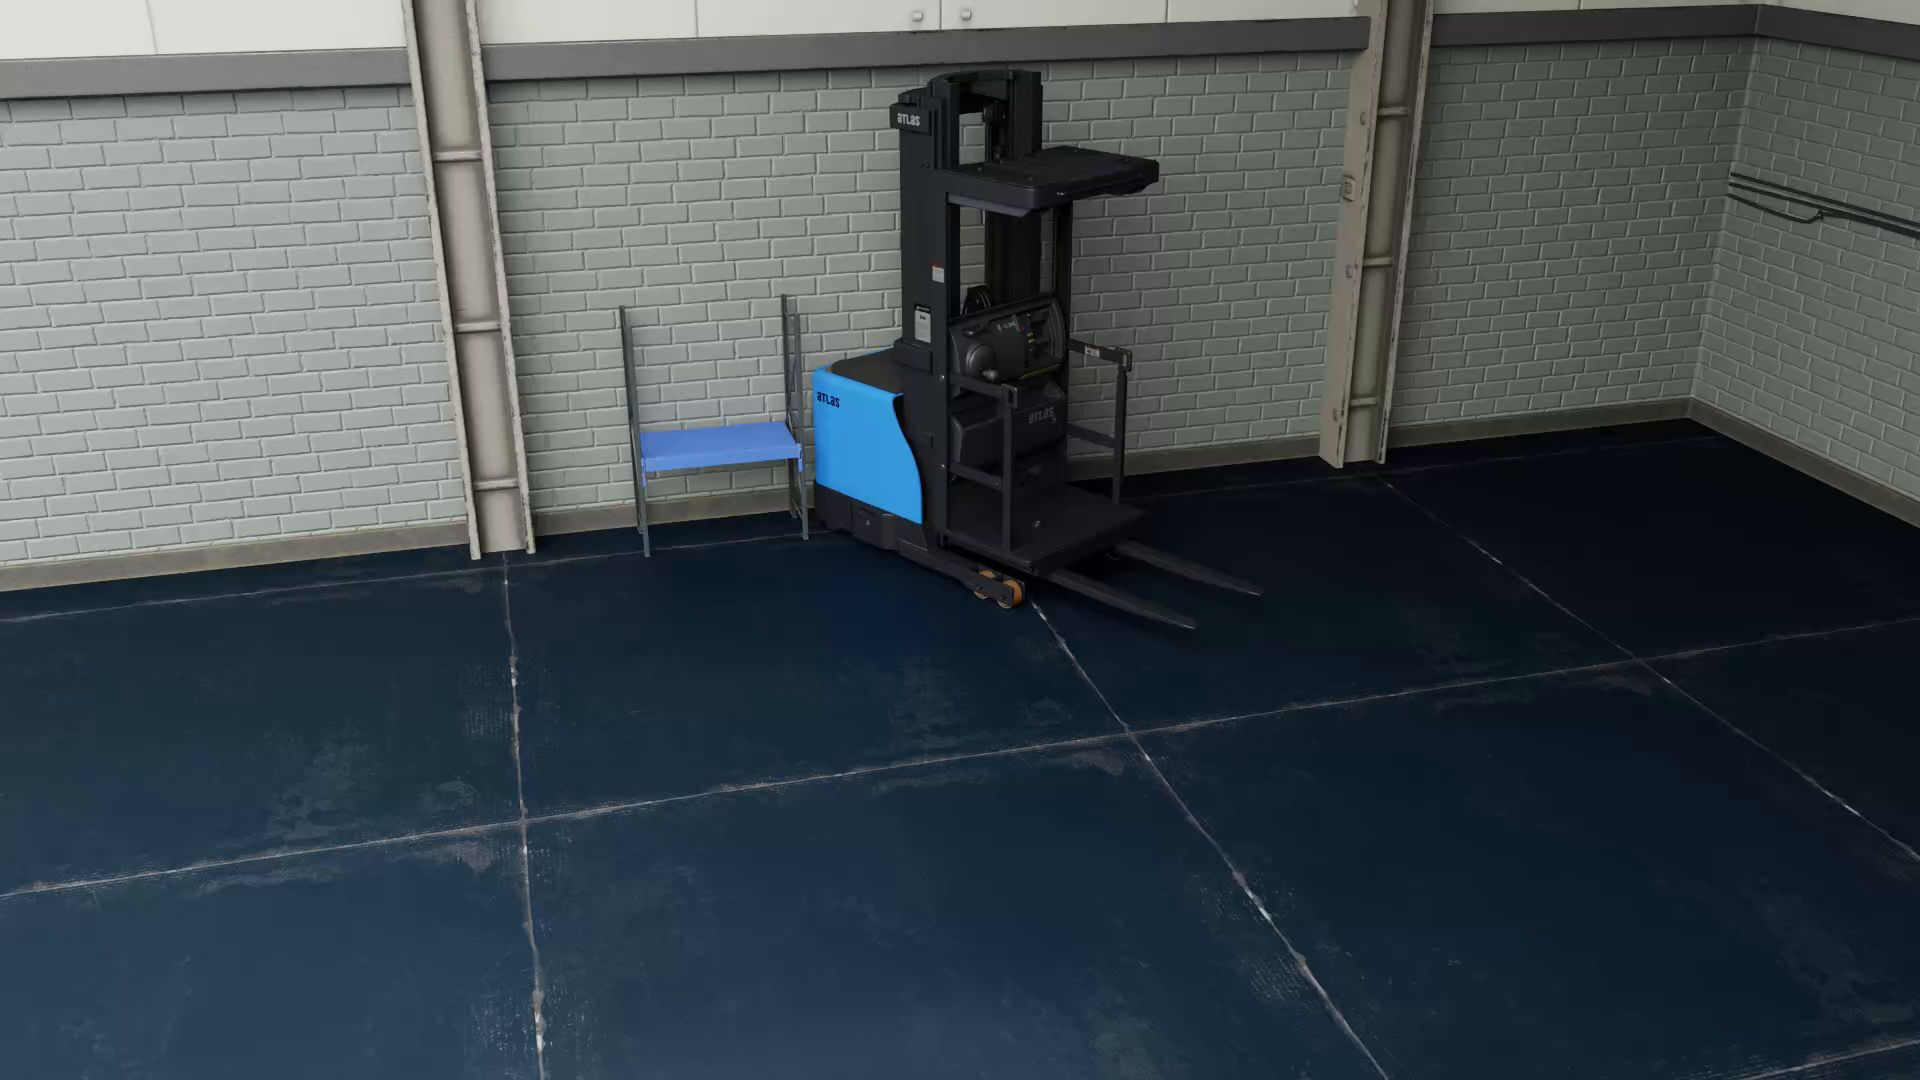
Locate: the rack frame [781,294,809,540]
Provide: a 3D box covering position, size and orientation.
[{"bbox_3d":[-1.062,-0.785,10.678,0.032,1.500,0.500,-6,24,-14],"label":"rack frame"}]

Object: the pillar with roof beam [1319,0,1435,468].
[{"bbox_3d":[4.017,-3.096,6.554,0.400,9.000,9.100,-6,24,-14],"label":"pillar with roof beam"}]

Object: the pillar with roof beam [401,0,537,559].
[{"bbox_3d":[-1.760,-2.457,5.065,0.400,9.000,9.100,-6,24,-14],"label":"pillar with roof beam"}]

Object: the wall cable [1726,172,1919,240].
[{"bbox_3d":[6.048,-3.116,10.537,0.112,2.526,3.097,-6,24,-14],"label":"wall cable"}]

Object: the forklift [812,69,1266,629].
[{"bbox_3d":[0.441,-1.174,9.768,3.031,2.935,1.130,21,31,40],"label":"forklift"}]

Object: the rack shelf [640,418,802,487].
[{"bbox_3d":[-1.551,-0.566,10.623,1.000,0.185,0.538,-6,24,-14],"label":"rack shelf"}]

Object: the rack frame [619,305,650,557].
[{"bbox_3d":[-2.040,-0.677,10.425,0.032,1.500,0.500,-6,24,-14],"label":"rack frame"}]

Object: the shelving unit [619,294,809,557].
[{"bbox_3d":[-1.551,-0.731,10.552,1.048,1.500,0.538,-6,24,-14],"label":"shelving unit"}]
